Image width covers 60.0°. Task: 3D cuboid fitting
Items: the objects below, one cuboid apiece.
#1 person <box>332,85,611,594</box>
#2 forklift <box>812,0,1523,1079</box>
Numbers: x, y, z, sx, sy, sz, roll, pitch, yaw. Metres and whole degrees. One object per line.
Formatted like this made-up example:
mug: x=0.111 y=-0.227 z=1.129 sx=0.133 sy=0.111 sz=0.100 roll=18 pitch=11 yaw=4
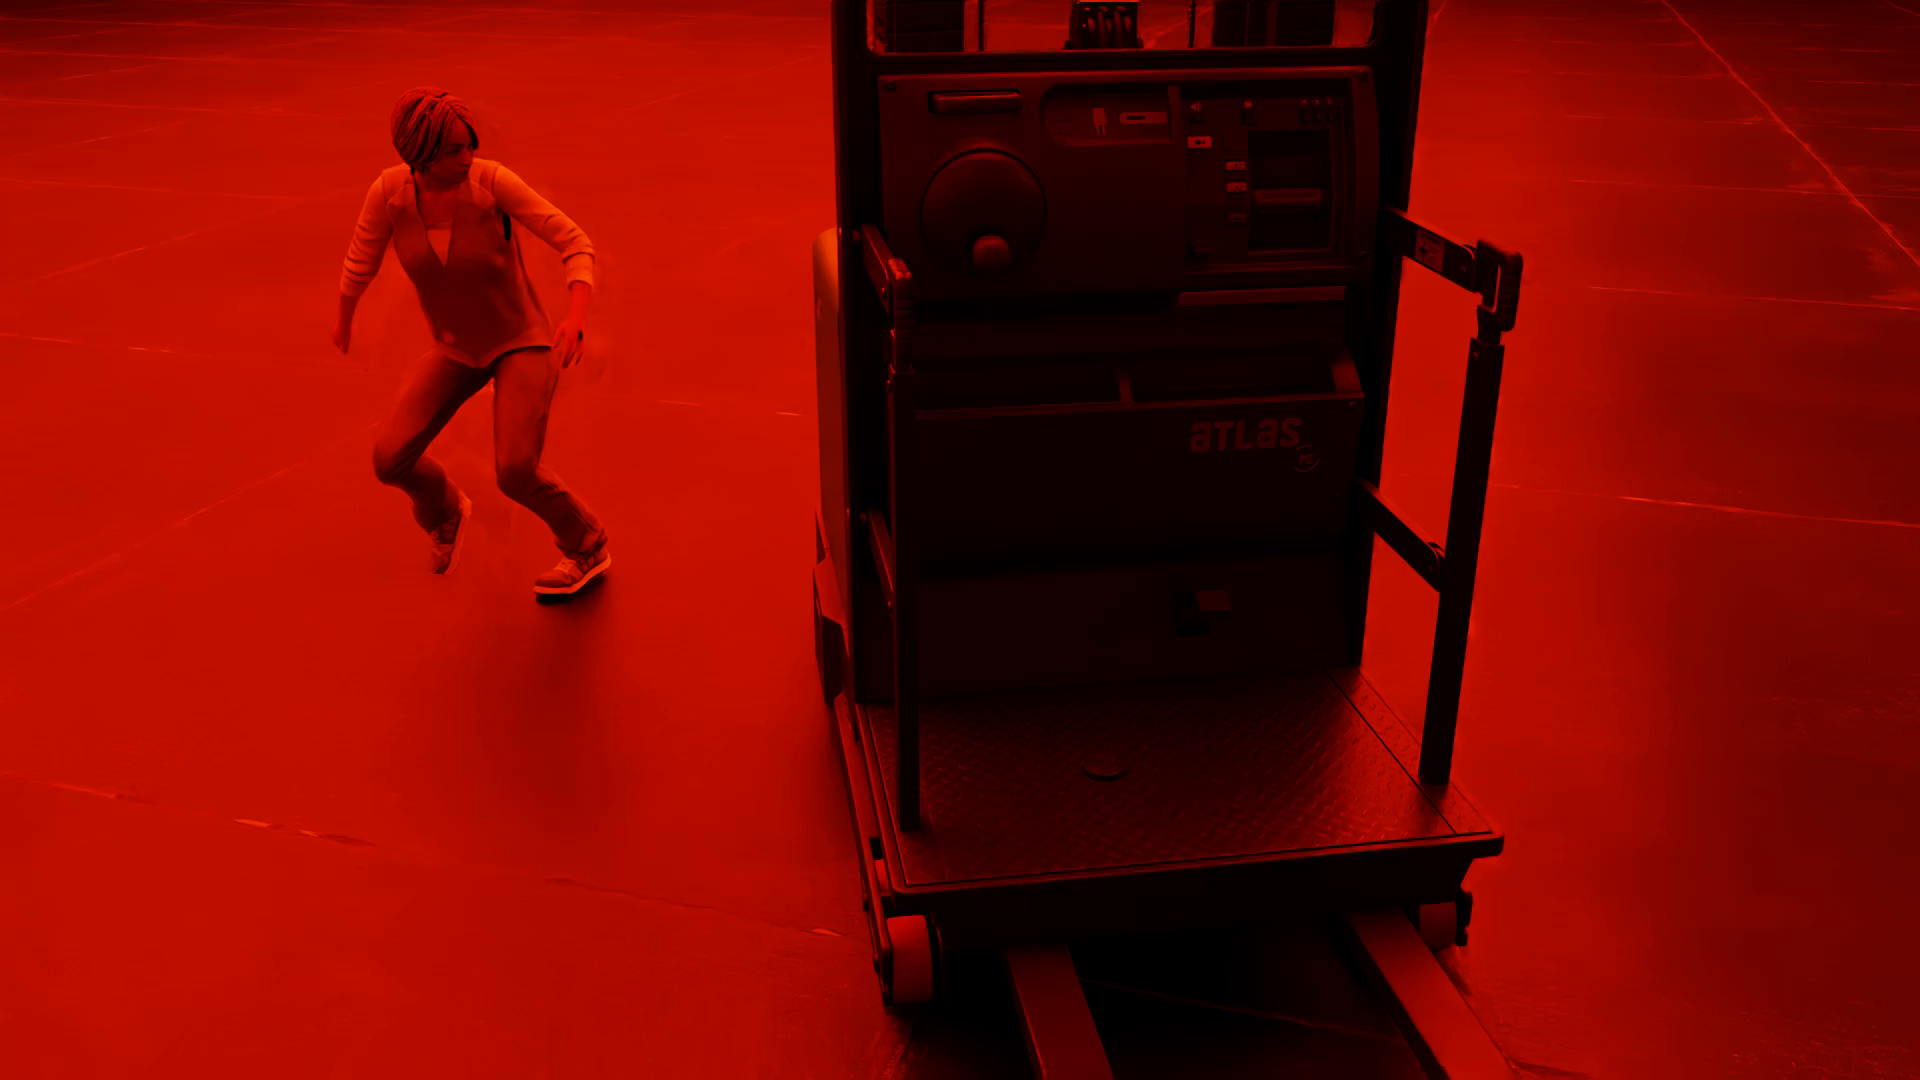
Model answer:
person: x=-1.360 y=-0.496 z=4.516 sx=0.851 sy=1.457 sz=0.459 roll=3 pitch=23 yaw=8
forklift: x=0.352 y=-0.648 z=2.850 sx=1.130 sy=2.935 sz=3.031 roll=-4 pitch=23 yaw=-8
